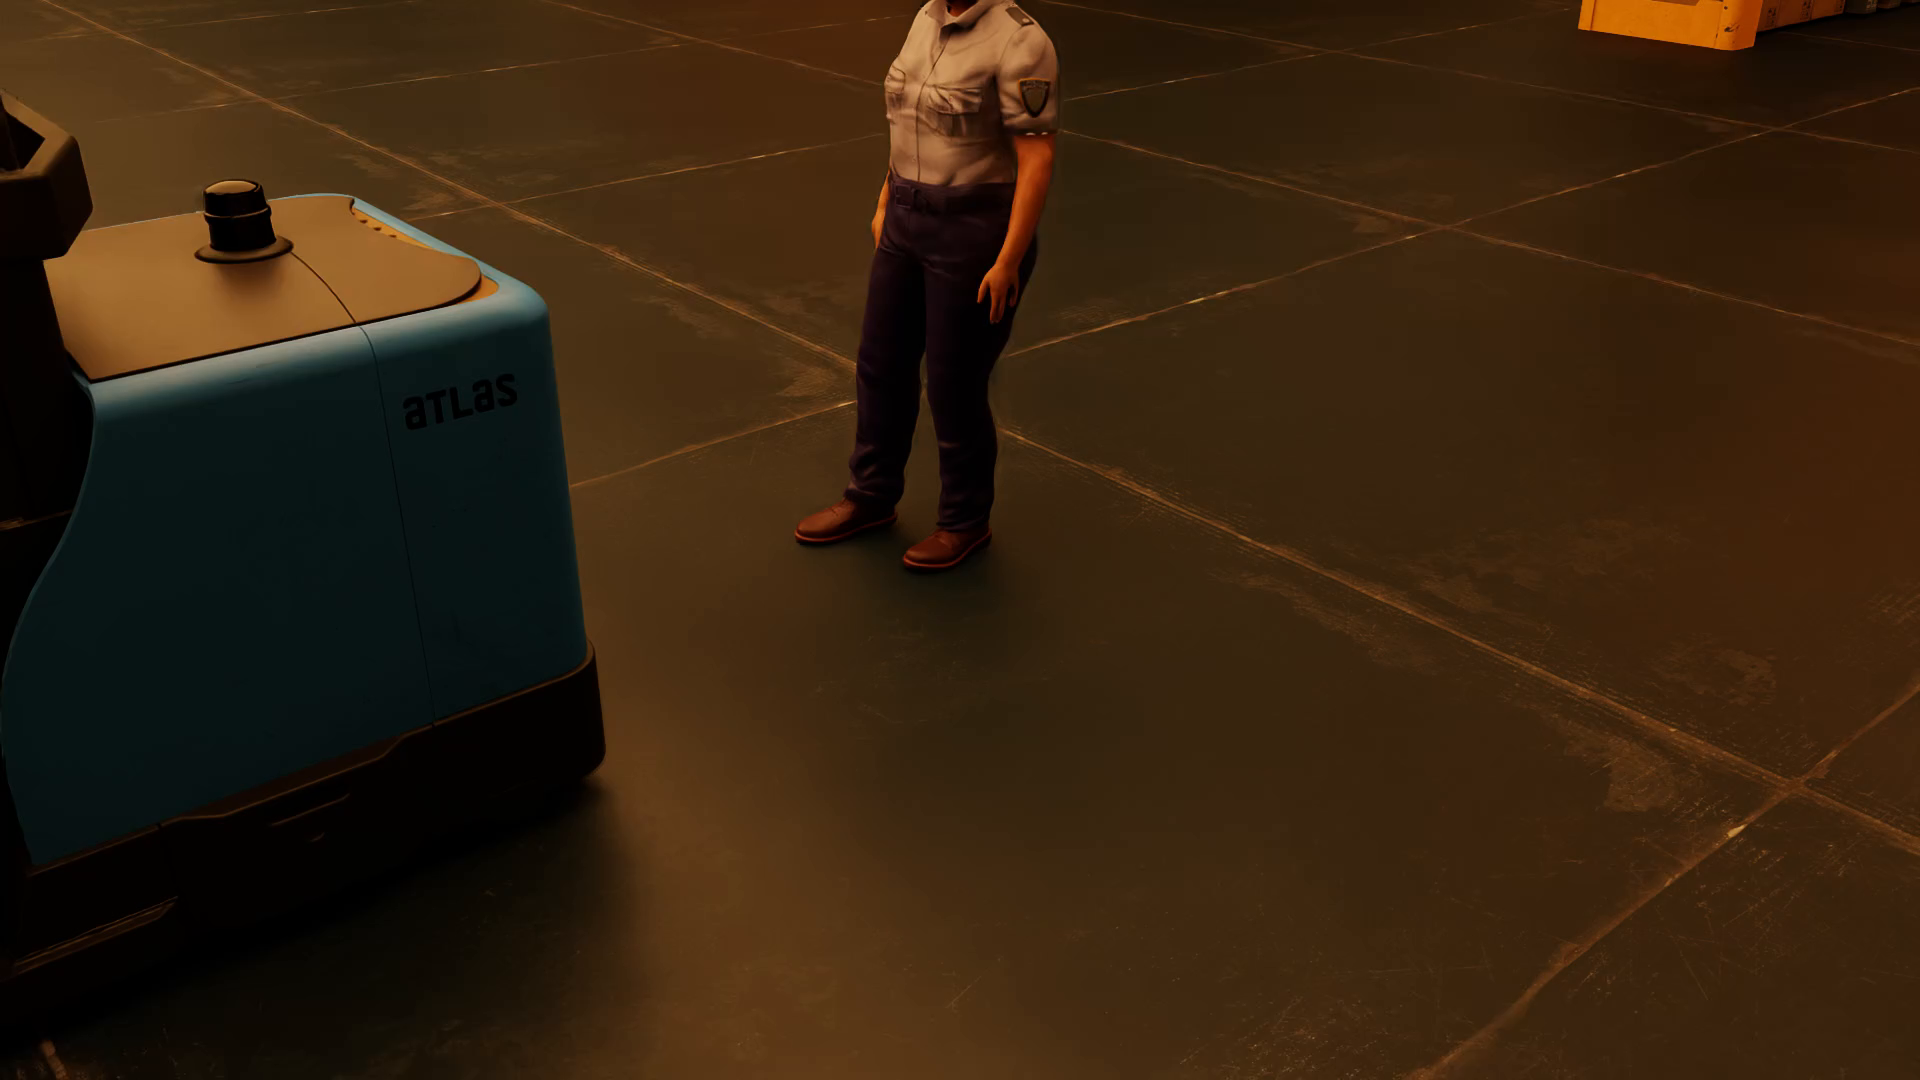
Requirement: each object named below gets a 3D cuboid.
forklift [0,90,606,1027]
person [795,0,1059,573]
[{"bbox_3d":[-2.190,-0.544,2.298,3.031,2.935,1.130,-20,33,-35],"label":"forklift"},{"bbox_3d":[-0.089,-0.710,4.083,0.503,1.652,0.609,-19,32,-34],"label":"person"}]
